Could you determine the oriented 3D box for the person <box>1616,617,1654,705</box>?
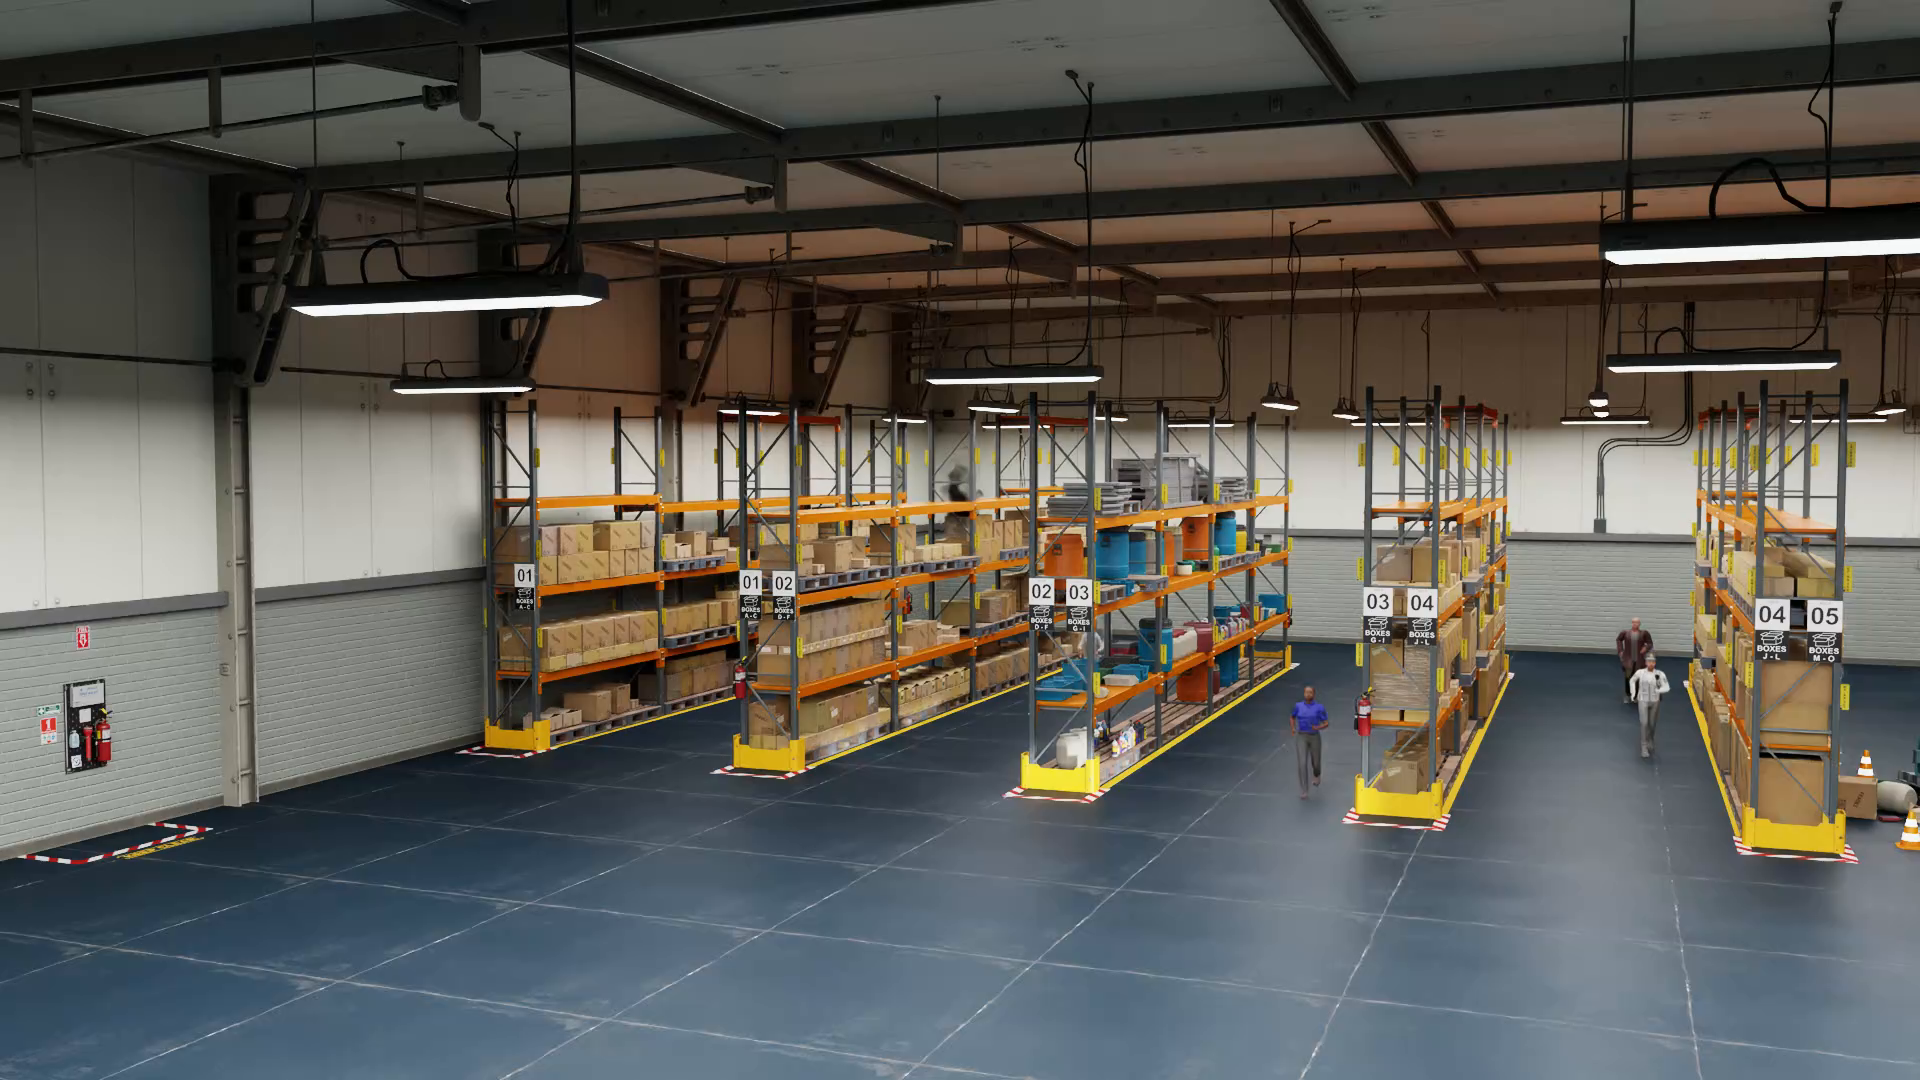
[{"bbox_3d":[13.694,2.466,33.752,0.700,1.798,0.772,1,3,20],"label":"person"}]

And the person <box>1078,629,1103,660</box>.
[{"bbox_3d":[2.742,2.516,34.924,0.536,1.542,0.545,0,3,8],"label":"person"}]

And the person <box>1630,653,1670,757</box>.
[{"bbox_3d":[11.640,2.758,28.065,0.614,1.694,0.854,1,3,18],"label":"person"}]

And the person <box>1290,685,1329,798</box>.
[{"bbox_3d":[5.174,2.972,24.690,0.588,1.612,0.834,1,3,18],"label":"person"}]
